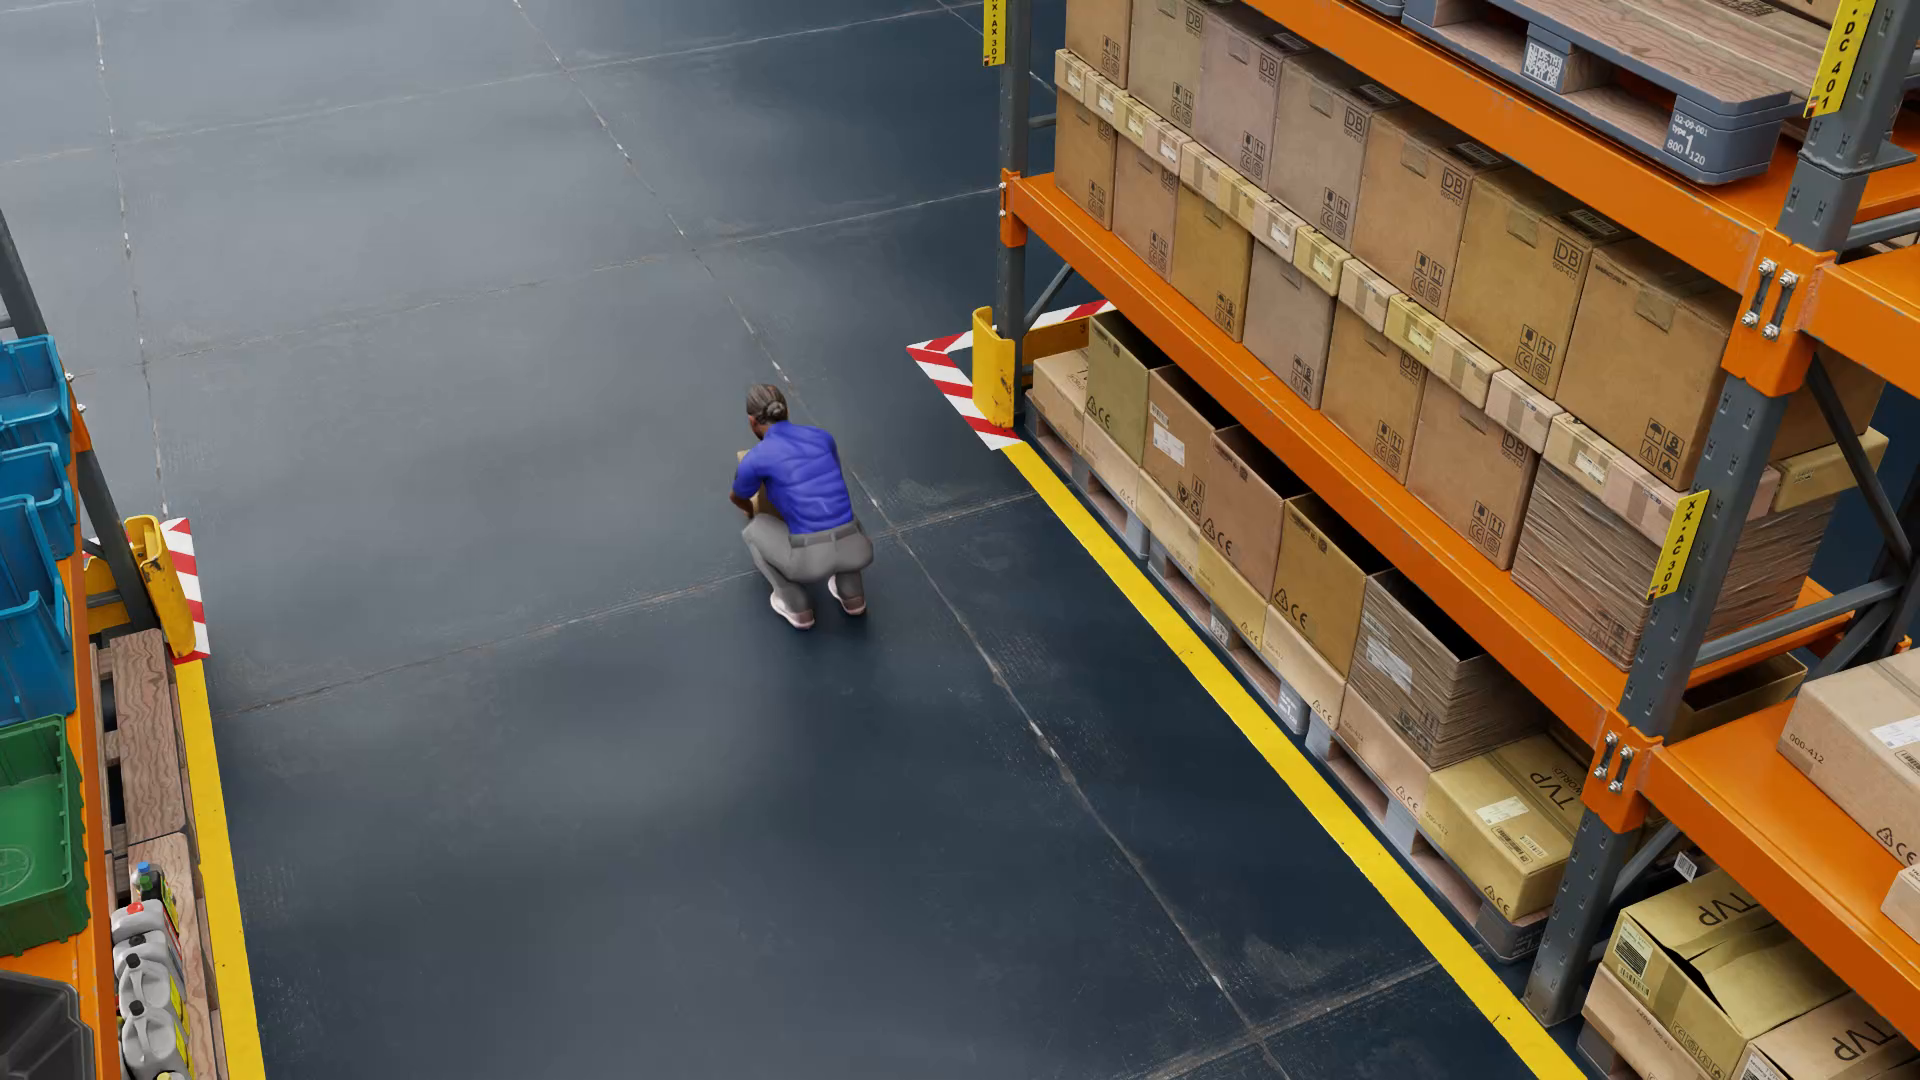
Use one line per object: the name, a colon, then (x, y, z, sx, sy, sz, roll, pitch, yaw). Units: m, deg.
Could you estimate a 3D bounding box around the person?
person: (-0.673, -0.164, 6.987, 0.506, 0.921, 0.820, -16, 40, -20)
